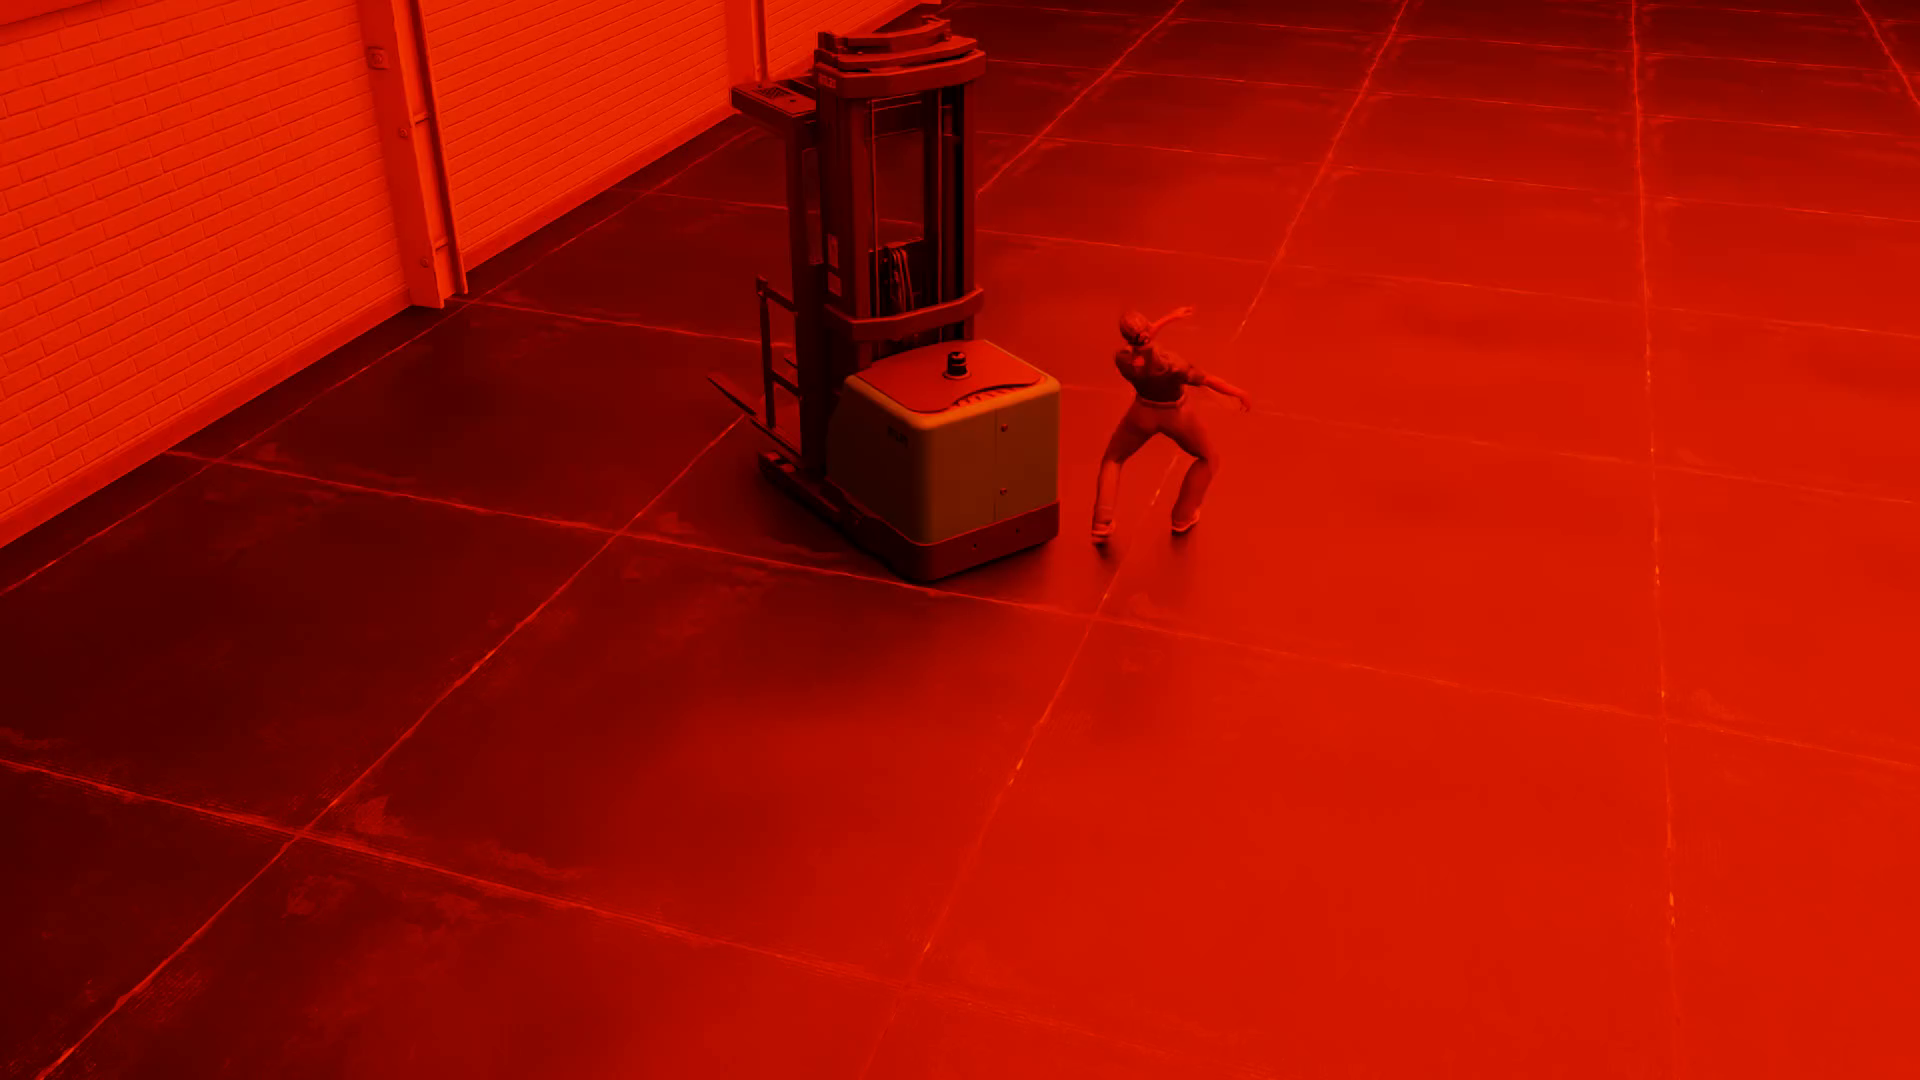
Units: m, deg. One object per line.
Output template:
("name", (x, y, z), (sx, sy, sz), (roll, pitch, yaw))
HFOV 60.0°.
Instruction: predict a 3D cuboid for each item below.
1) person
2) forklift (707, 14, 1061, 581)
("person", (1.275, -0.724, 9.854), (0.877, 1.457, 0.809), (7, 30, 12))
("forklift", (-0.650, -1.718, 10.151), (1.130, 2.935, 3.031), (-19, 35, -29))
